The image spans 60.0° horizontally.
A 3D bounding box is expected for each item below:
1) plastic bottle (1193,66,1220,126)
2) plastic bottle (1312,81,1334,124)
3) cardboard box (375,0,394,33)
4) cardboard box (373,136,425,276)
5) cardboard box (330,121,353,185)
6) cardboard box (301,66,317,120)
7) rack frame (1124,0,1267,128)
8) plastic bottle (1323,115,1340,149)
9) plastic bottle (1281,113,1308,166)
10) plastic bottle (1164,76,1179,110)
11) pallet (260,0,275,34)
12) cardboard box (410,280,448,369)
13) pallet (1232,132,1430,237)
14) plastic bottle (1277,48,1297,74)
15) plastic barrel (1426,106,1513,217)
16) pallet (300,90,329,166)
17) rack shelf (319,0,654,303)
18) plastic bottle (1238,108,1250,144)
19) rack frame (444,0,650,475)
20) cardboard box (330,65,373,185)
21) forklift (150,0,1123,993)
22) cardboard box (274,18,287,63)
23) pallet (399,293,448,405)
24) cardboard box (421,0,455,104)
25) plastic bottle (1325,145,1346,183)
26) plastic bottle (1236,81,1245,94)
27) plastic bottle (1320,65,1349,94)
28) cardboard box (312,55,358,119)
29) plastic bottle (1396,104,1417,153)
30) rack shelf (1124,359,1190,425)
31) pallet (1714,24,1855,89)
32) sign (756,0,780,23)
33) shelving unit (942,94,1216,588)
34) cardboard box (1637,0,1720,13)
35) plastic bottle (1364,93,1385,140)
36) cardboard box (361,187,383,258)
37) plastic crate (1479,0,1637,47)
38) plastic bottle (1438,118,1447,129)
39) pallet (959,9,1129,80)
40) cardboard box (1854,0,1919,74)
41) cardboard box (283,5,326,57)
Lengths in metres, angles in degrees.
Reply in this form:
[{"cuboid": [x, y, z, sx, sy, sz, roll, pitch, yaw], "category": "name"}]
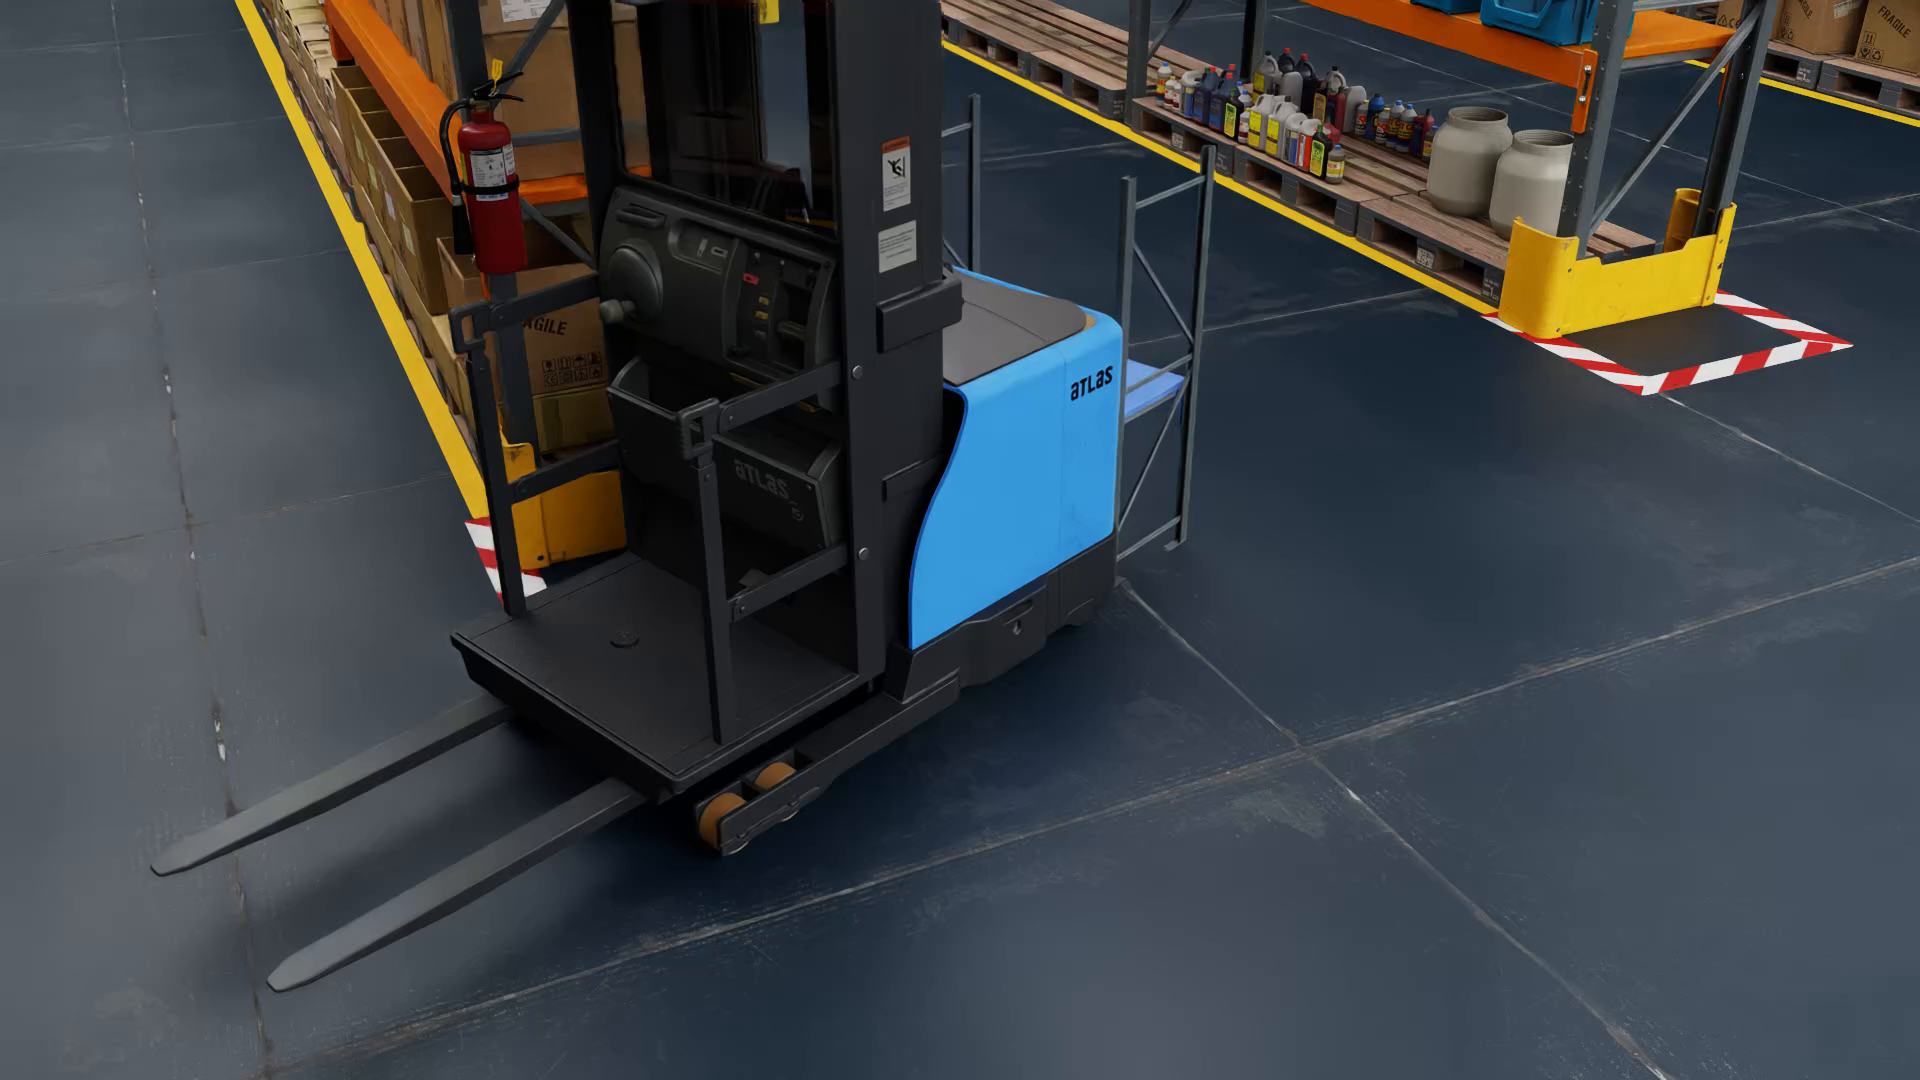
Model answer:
[{"cuboid": [1.560, -2.795, 10.426, 0.144, 0.351, 0.185, -12, 32, -21], "category": "plastic bottle"}, {"cuboid": [2.264, -2.725, 10.370, 0.061, 0.283, 0.133, -13, 32, -22], "category": "plastic bottle"}, {"cuboid": [-2.459, -2.781, 8.040, 0.700, 0.500, 0.500, -13, 32, -22], "category": "cardboard box"}, {"cuboid": [-2.325, -1.542, 7.548, 0.500, 0.500, 0.500, -13, 32, -22], "category": "cardboard box"}, {"cuboid": [-3.327, -2.270, 9.613, 0.500, 0.250, 0.500, -13, 32, -22], "category": "cardboard box"}, {"cuboid": [-3.980, -2.945, 10.816, 0.500, 0.250, 0.500, -12, 32, -21], "category": "cardboard box"}, {"cuboid": [1.588, -4.202, 10.677, 1.000, 3.000, 0.127, -13, 32, -22], "category": "rack frame"}, {"cuboid": [2.133, -2.301, 9.614, 0.061, 0.283, 0.133, -13, 32, -22], "category": "plastic bottle"}, {"cuboid": [1.978, -2.337, 9.685, 0.152, 0.276, 0.135, -14, 32, -23], "category": "plastic bottle"}, {"cuboid": [1.373, -2.896, 10.758, 0.097, 0.201, 0.097, 0, 29, 0], "category": "plastic bottle"}, {"cuboid": [-5.411, -4.590, 14.220, 1.003, 0.211, 1.213, -13, 32, -22], "category": "pallet"}, {"cuboid": [-2.109, -0.994, 7.338, 0.500, 0.250, 0.500, -13, 32, -22], "category": "cardboard box"}, {"cuboid": [2.366, -2.141, 9.852, 1.003, 0.211, 1.213, -13, 32, -22], "category": "pallet"}, {"cuboid": [2.125, -3.015, 10.818, 0.144, 0.351, 0.185, -14, 32, -23], "category": "plastic bottle"}, {"cuboid": [2.739, -2.029, 8.916, 0.421, 0.512, 0.421, 0, 29, 0], "category": "plastic barrel"}, {"cuboid": [-3.766, -2.804, 11.035, 1.003, 0.211, 1.213, -13, 32, -22], "category": "pallet"}, {"cuboid": [-2.029, -1.966, 7.425, 1.077, 0.370, 4.000, -13, 32, -22], "category": "rack shelf"}, {"cuboid": [1.741, -2.516, 10.082, 0.097, 0.201, 0.097, 0, 29, 0], "category": "plastic bottle"}, {"cuboid": [-1.170, -1.397, 5.674, 1.000, 3.000, 0.127, -13, 32, -22], "category": "rack frame"}, {"cuboid": [-2.971, -2.204, 8.729, 0.500, 0.500, 0.500, -13, 32, -22], "category": "cardboard box"}, {"cuboid": [-0.827, -0.679, 4.463, 1.130, 2.935, 3.031, 24, 37, 36], "category": "forklift"}, {"cuboid": [-4.645, -3.621, 12.023, 0.500, 0.250, 0.500, -13, 32, -22], "category": "cardboard box"}, {"cuboid": [-2.056, -1.048, 7.902, 1.003, 0.211, 1.213, -13, 32, -22], "category": "pallet"}, {"cuboid": [-1.797, -2.101, 6.827, 0.700, 0.500, 0.500, -13, 32, -22], "category": "cardboard box"}, {"cuboid": [2.121, -2.126, 9.385, 0.097, 0.201, 0.097, 0, 29, 0], "category": "plastic bottle"}, {"cuboid": [1.731, -2.722, 10.376, 0.097, 0.271, 0.097, 0, 29, 0], "category": "plastic bottle"}, {"cuboid": [2.346, -2.787, 10.412, 0.144, 0.351, 0.185, -13, 32, -22], "category": "plastic bottle"}, {"cuboid": [-3.549, -2.739, 9.877, 0.500, 0.311, 0.500, -12, 32, -21], "category": "cardboard box"}, {"cuboid": [2.661, -2.455, 9.900, 0.097, 0.271, 0.097, 0, 29, 0], "category": "plastic bottle"}, {"cuboid": [0.290, -0.569, 6.099, 1.000, 0.185, 0.538, 23, 36, 34], "category": "rack shelf"}, {"cuboid": [6.382, -3.737, 12.698, 1.003, 0.211, 1.213, -13, 32, -22], "category": "pallet"}, {"cuboid": [-0.666, -1.923, 5.646, 0.100, 0.325, 0.005, -13, 32, -22], "category": "sign"}, {"cuboid": [0.290, -0.726, 6.011, 1.048, 1.500, 0.538, 23, 36, 34], "category": "shelving unit"}, {"cuboid": [5.817, -4.619, 13.527, 0.700, 0.500, 0.500, -16, 33, -26], "category": "cardboard box"}, {"cuboid": [2.531, -2.588, 10.139, 0.097, 0.271, 0.097, 0, 29, 0], "category": "plastic bottle"}, {"cuboid": [-2.752, -1.657, 8.520, 0.500, 0.250, 0.500, -13, 32, -22], "category": "cardboard box"}, {"cuboid": [2.820, -2.529, 7.844, 0.499, 0.251, 0.616, -13, 32, -22], "category": "plastic crate"}, {"cuboid": [2.808, -2.303, 9.630, 0.097, 0.271, 0.097, 0, 29, 0], "category": "plastic bottle"}, {"cuboid": [0.688, -3.864, 12.925, 1.003, 0.211, 1.213, -13, 32, -22], "category": "pallet"}, {"cuboid": [6.787, -3.641, 11.802, 0.500, 0.500, 0.500, -16, 33, -26], "category": "cardboard box"}, {"cuboid": [-4.195, -3.410, 11.073, 0.500, 0.311, 0.500, -14, 32, -23], "category": "cardboard box"}]
